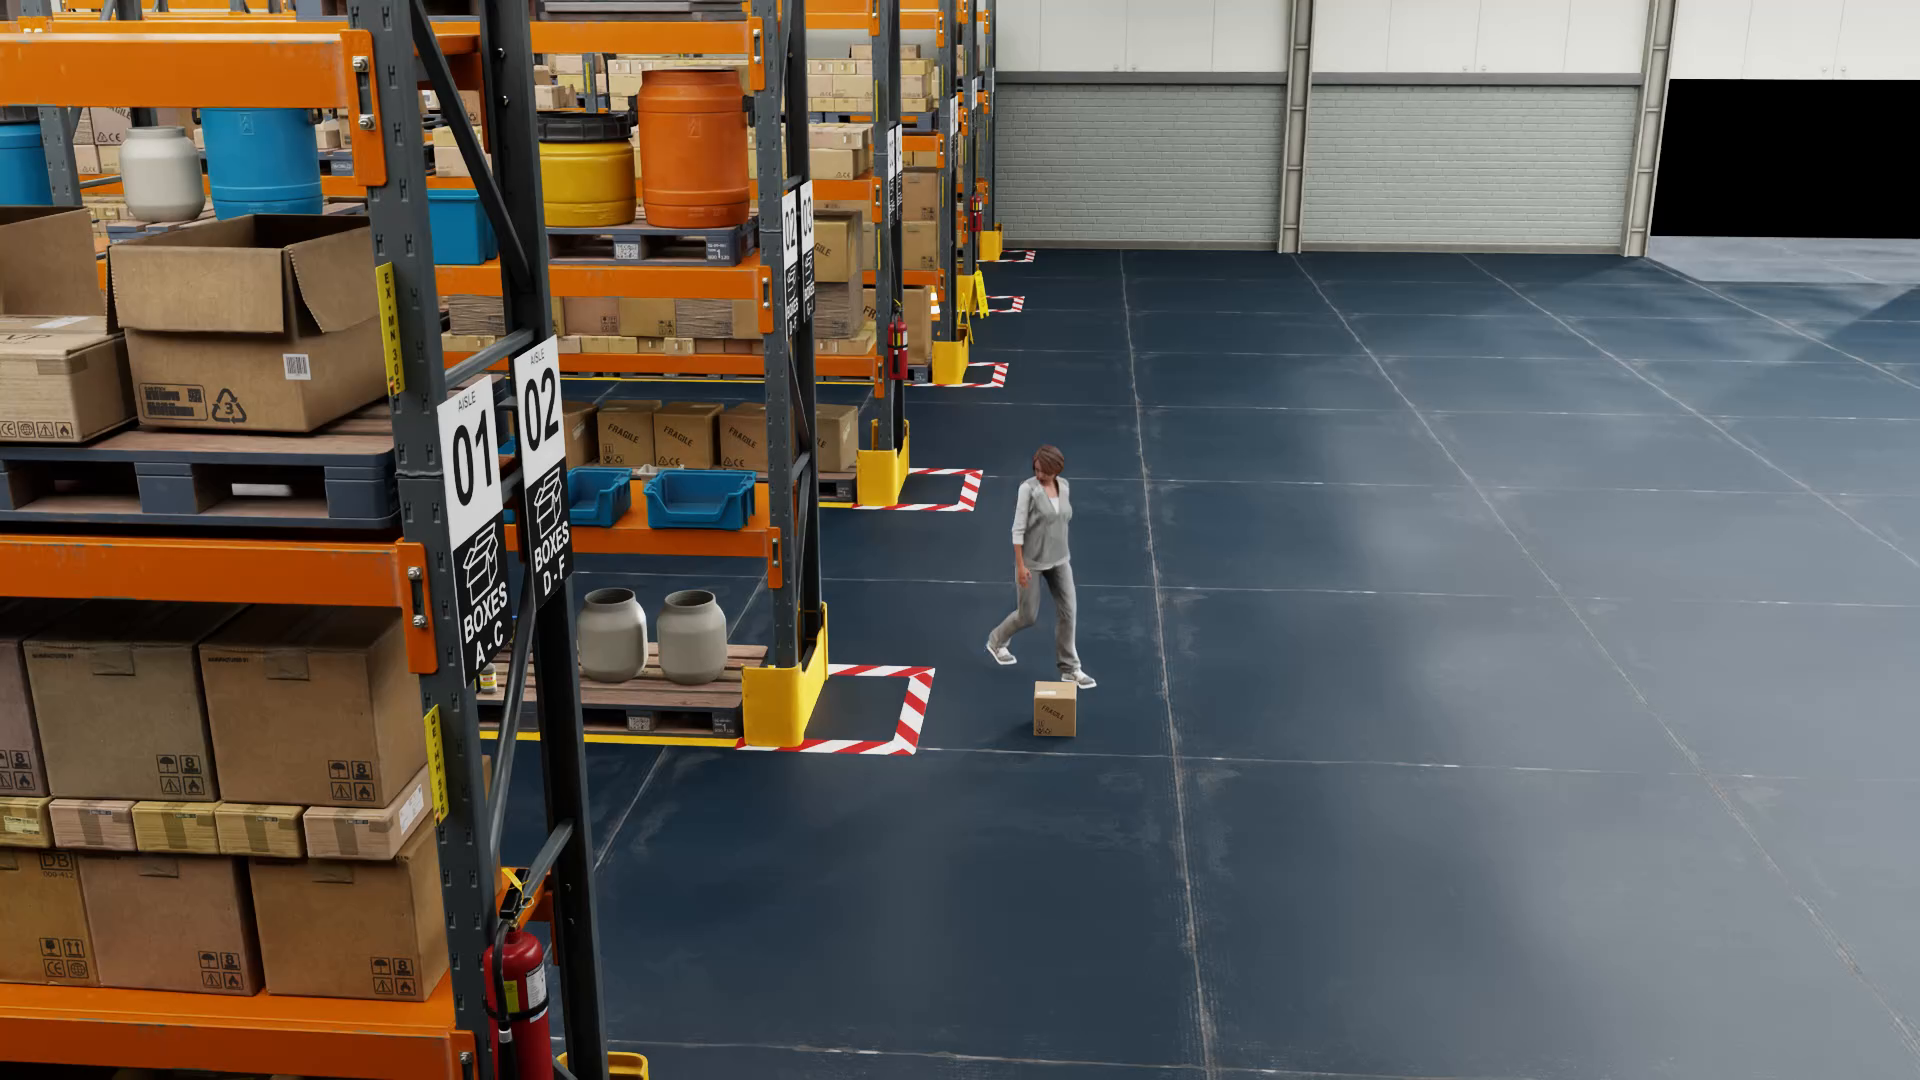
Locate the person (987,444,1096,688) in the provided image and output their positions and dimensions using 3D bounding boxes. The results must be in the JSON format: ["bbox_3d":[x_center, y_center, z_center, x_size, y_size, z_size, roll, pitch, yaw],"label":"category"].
[{"bbox_3d":[0.524,0.150,10.582,0.441,1.557,0.749,-11,21,-31],"label":"person"}]
